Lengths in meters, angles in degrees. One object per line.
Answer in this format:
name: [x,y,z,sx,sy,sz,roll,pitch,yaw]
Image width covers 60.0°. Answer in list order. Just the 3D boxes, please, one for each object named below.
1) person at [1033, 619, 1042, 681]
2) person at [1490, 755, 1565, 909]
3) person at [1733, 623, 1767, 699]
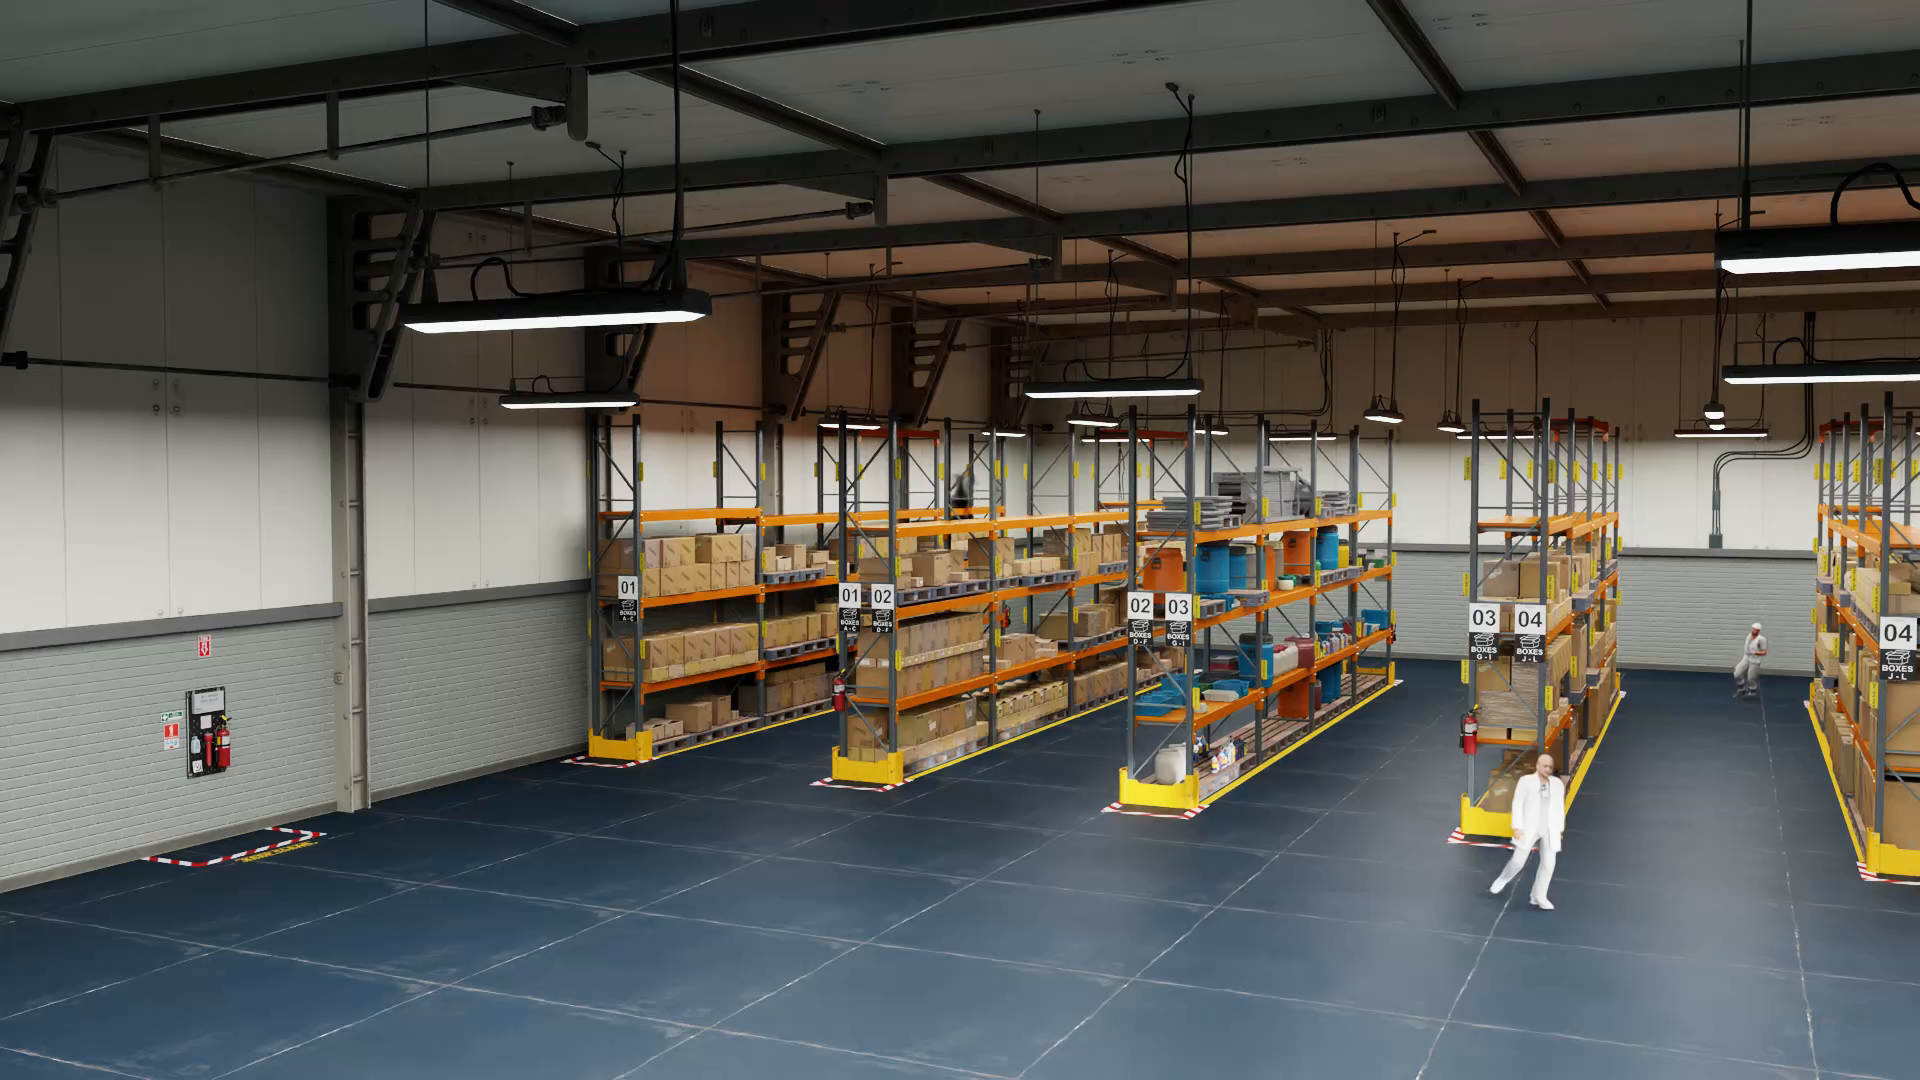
person: [1.860,2.562,38.636,0.769,1.713,0.573,2,3,42]
person: [6.559,3.323,19.176,0.757,1.754,0.663,0,2,2]
person: [17.266,2.644,36.278,0.674,1.714,0.781,-1,3,-25]
